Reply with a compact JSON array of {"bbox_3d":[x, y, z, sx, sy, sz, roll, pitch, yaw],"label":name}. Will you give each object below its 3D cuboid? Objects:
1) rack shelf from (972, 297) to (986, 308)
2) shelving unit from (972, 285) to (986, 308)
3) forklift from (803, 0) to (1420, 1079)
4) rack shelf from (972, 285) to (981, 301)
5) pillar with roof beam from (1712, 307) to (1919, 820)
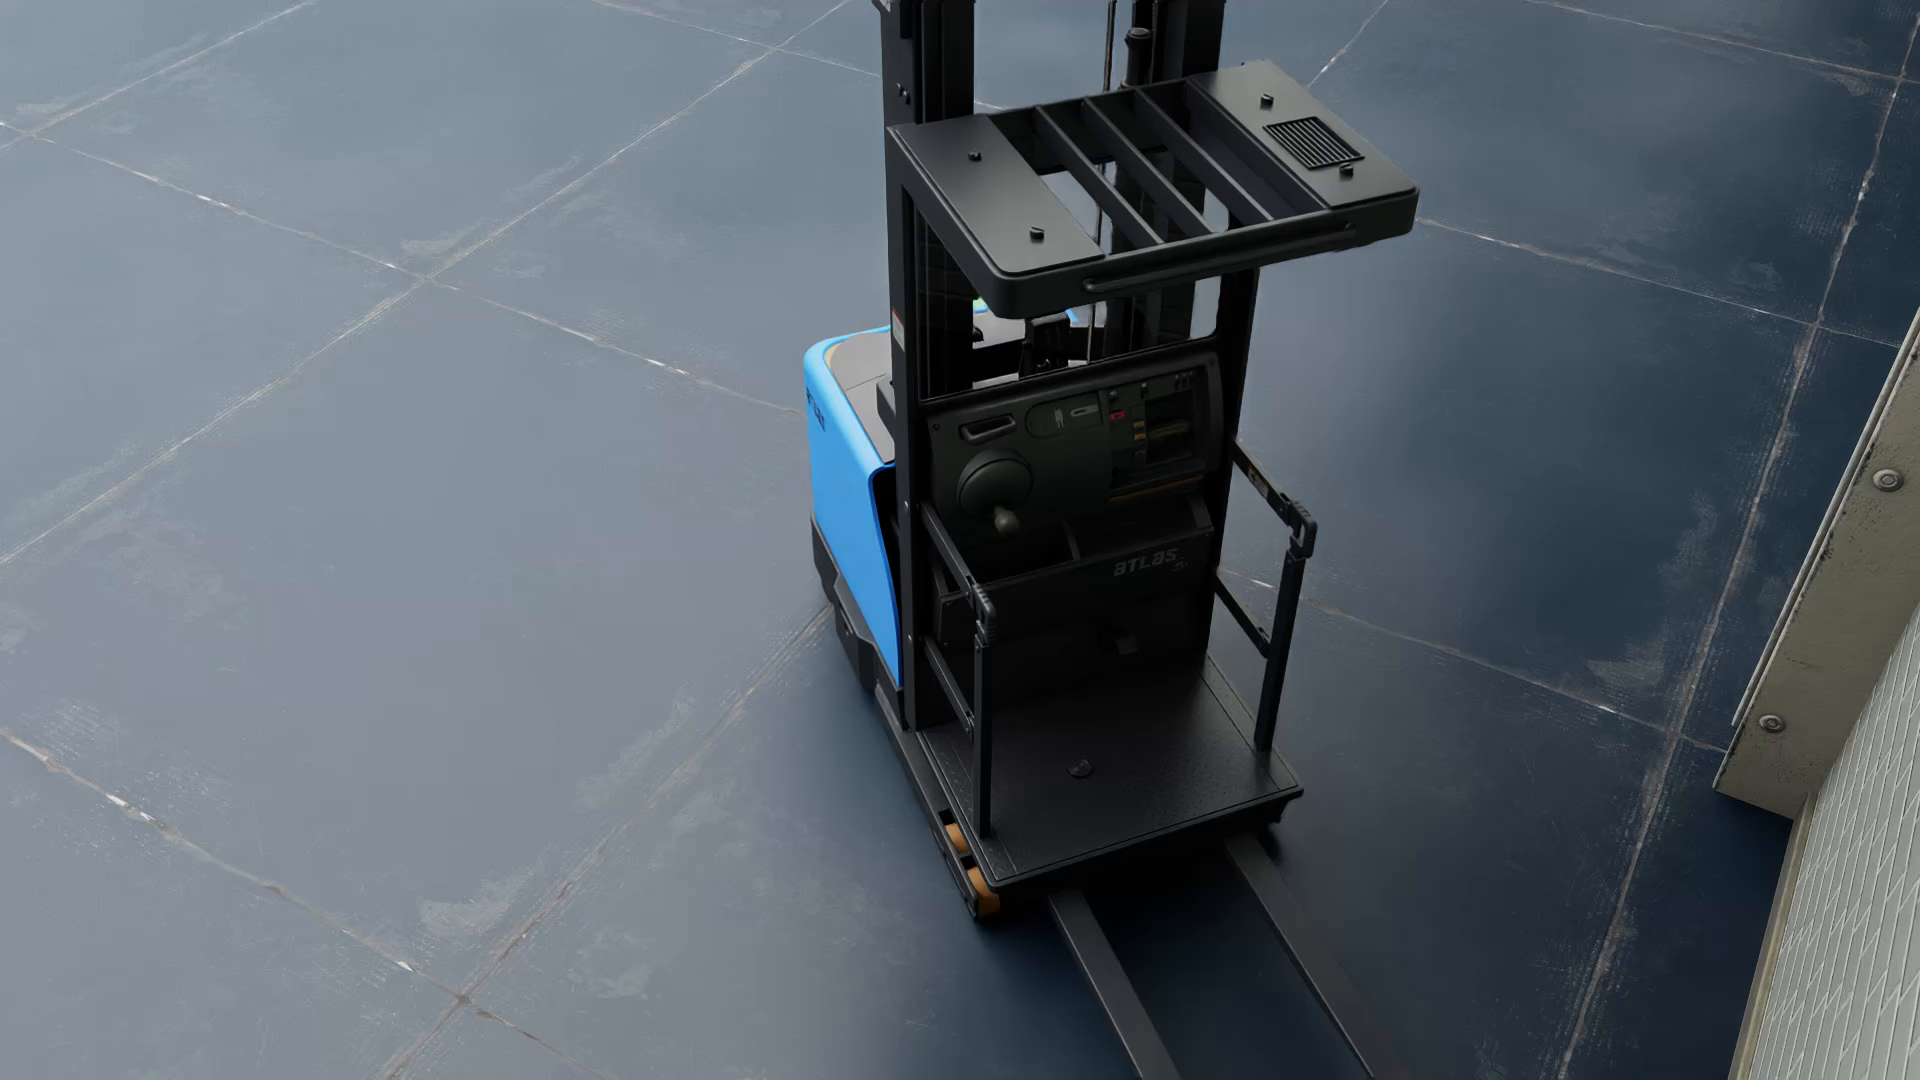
[{"bbox_3d":[0.051,-0.825,6.512,0.480,0.148,0.258,-32,50,-31],"label":"rack shelf"},{"bbox_3d":[0.051,-0.693,6.629,0.503,1.200,0.258,-32,50,-31],"label":"shelving unit"},{"bbox_3d":[0.431,-0.203,4.763,1.130,2.935,3.031,-14,43,-16],"label":"forklift"},{"bbox_3d":[0.051,-1.005,6.354,0.480,0.148,0.258,-32,50,-31],"label":"rack shelf"},{"bbox_3d":[-0.885,-4.000,4.483,9.100,9.000,0.400,21,45,22],"label":"pillar with roof beam"}]
